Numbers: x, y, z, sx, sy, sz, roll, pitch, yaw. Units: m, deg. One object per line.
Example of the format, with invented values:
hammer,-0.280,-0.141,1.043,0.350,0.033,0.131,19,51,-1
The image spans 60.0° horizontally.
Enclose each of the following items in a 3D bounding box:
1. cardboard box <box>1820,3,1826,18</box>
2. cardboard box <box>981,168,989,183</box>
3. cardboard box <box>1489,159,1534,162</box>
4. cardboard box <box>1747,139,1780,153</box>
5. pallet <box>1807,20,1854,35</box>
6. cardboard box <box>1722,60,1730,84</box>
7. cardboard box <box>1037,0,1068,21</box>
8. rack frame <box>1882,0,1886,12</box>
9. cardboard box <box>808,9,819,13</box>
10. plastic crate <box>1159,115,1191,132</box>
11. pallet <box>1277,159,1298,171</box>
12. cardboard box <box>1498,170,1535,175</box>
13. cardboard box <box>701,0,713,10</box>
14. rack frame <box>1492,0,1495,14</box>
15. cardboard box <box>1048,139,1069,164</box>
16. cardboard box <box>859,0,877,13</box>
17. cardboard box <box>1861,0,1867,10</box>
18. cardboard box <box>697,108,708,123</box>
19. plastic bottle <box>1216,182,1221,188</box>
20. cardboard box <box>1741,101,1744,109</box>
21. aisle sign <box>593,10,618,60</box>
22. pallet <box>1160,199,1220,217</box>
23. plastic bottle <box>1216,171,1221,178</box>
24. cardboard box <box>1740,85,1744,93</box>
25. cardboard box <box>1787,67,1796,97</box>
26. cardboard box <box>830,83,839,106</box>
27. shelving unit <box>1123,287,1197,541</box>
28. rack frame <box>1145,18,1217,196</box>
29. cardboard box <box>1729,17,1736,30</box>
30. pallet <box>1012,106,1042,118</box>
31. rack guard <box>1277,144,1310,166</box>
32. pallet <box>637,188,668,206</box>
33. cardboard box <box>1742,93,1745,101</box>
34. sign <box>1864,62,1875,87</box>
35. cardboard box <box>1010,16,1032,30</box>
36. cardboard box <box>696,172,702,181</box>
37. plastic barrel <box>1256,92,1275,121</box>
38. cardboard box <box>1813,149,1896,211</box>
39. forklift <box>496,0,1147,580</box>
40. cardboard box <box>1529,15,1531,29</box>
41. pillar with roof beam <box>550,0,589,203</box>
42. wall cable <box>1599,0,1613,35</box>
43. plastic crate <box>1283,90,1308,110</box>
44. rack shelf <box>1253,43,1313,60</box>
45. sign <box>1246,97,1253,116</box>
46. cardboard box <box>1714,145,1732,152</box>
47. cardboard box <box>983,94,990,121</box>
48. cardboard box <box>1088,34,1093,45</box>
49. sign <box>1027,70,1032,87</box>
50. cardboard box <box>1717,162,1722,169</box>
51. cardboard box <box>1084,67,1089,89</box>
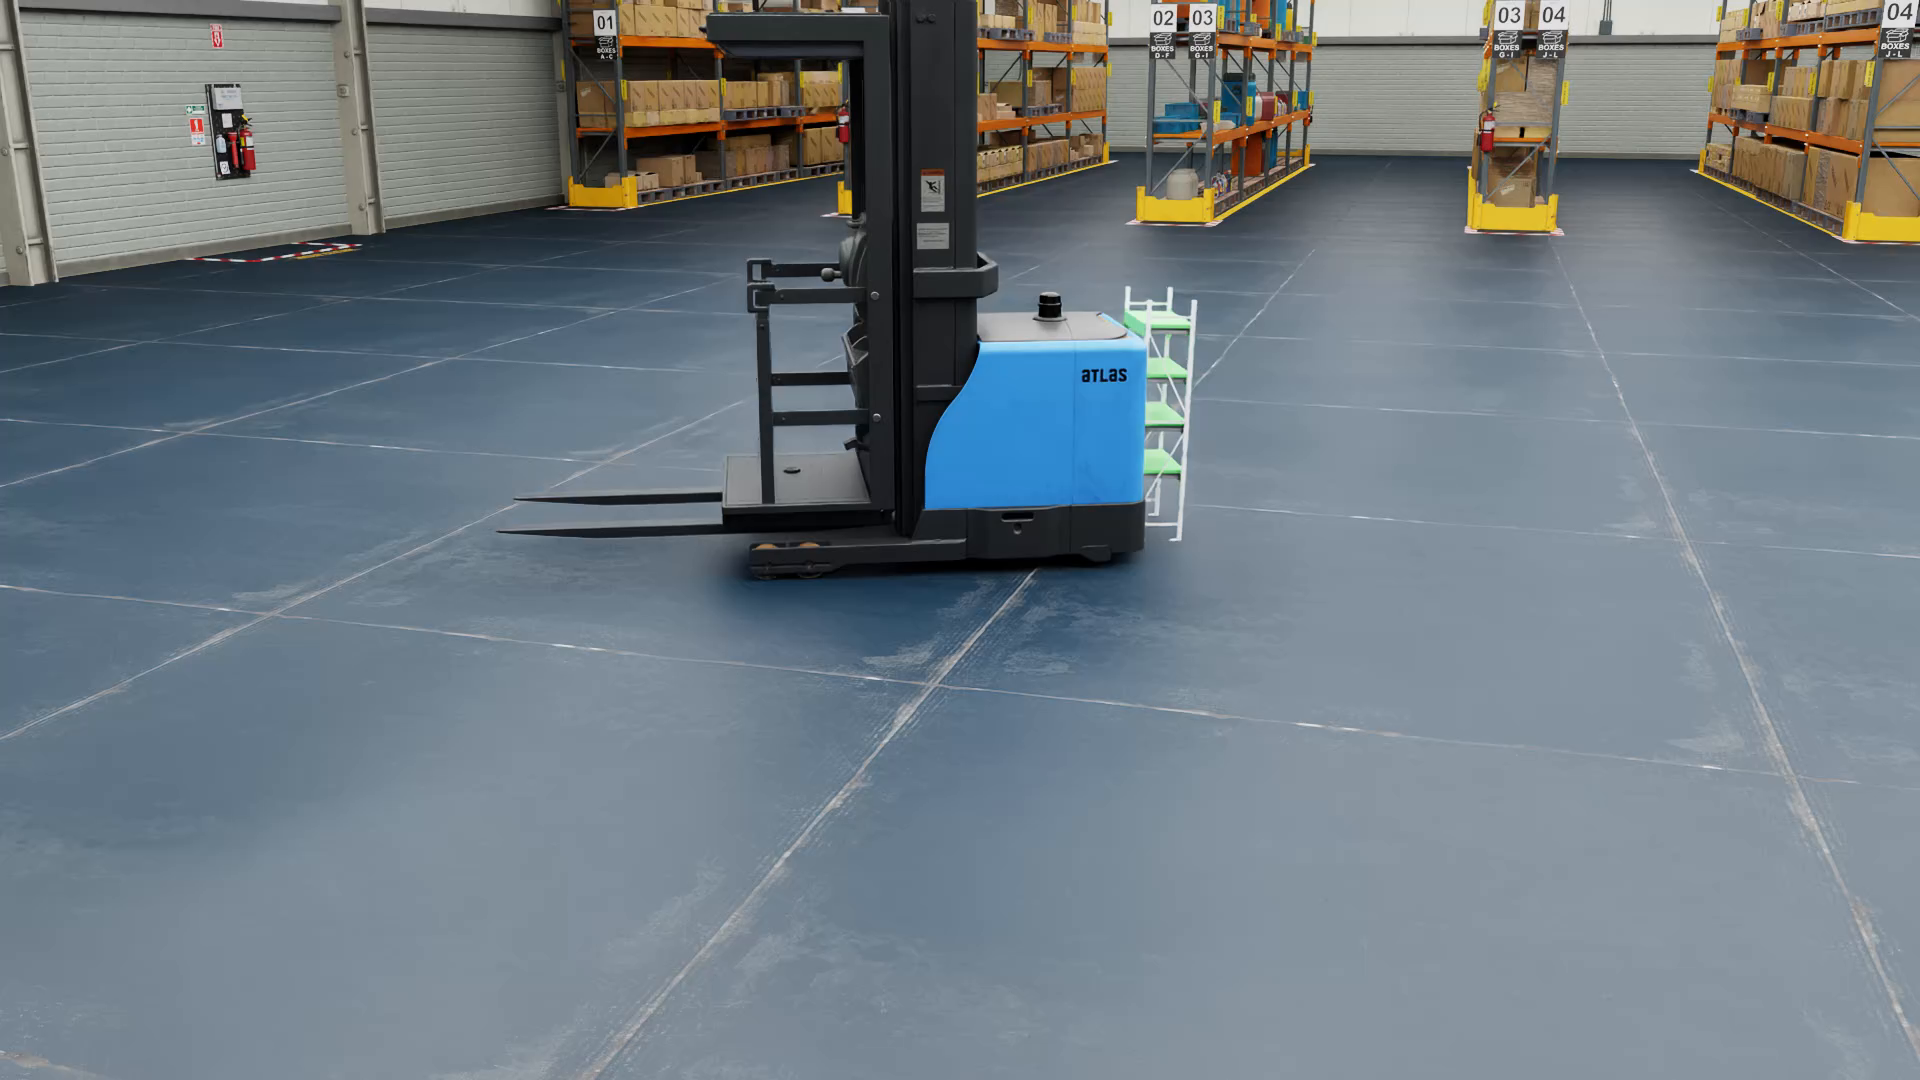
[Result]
cardboard box,14.019,-8.455,26.468,0.500,0.250,0.500,5,17,16
cardboard box,0.247,-6.916,31.487,0.500,0.250,0.500,5,17,17
cardboard box,9.752,-6.486,29.474,0.700,0.500,0.500,3,16,11
cardboard box,15.344,-7.508,31.739,0.500,0.250,0.500,5,17,17
pallet,14.185,-8.232,26.708,0.805,0.209,1.217,4,16,14
cardboard box,16.552,-9.951,35.357,0.500,0.500,0.500,4,16,14
cardboard box,2.123,-12.013,37.672,0.700,0.500,0.500,5,16,16
rack frame,12.835,-8.477,21.724,1.000,3.000,0.127,5,16,16
cardboard box,-3.513,-11.368,36.424,0.700,0.500,0.500,6,17,19
plastic crate,3.405,-6.638,26.507,0.499,0.251,0.408,5,16,16
pallet,7.286,-8.699,38.613,1.003,0.211,1.213,5,16,16
cardboard box,8.836,-5.627,26.483,0.500,0.500,0.500,3,16,11
cardboard box,-4.885,-10.030,30.646,0.500,0.500,0.500,3,16,11
rack frame,9.245,-9.934,26.863,1.000,3.000,0.127,5,16,16
cardboard box,2.156,-8.768,37.520,0.500,0.500,0.500,5,16,16
cardboard box,-1.221,-8.683,26.733,0.797,0.503,0.637,6,17,20
cardboard box,12.821,-7.475,23.198,0.380,0.149,0.250,5,17,16
cardboard box,-4.996,-7.861,30.785,0.500,0.250,0.500,5,17,16
plastic bottle,4.271,-5.825,27.562,0.097,0.271,0.097,0,16,0
cardboard box,15.326,-8.402,32.145,0.380,0.149,0.250,4,16,15
aisle sign,-5.872,-8.363,27.551,0.394,0.787,0.004,5,16,16
pallet,3.572,-5.280,26.557,1.003,0.211,1.213,5,16,16
plastic bottle,4.451,-6.190,28.704,0.144,0.351,0.185,5,16,16
cardboard box,15.398,-8.758,32.309,0.380,0.149,0.250,4,16,15
cardboard box,14.829,-7.964,28.893,0.700,0.500,0.500,4,16,15
cardboard box,-3.042,-9.958,37.175,0.500,0.500,0.500,5,17,17
shelving unit,0.974,-0.641,8.378,0.258,1.200,0.503,0,16,-7
rack frame,3.359,-6.386,25.346,1.000,3.000,0.127,5,16,16
cardboard box,16.563,-10.893,35.098,0.500,0.250,0.500,4,16,14
pallet,1.010,-8.954,34.753,1.213,0.211,1.003,5,16,16
rack guard,7.901,-9.376,40.471,1.175,0.500,0.348,5,16,16
pallet,-5.853,-6.042,29.245,1.003,0.211,1.213,5,16,16
cardboard box,15.324,-8.543,32.098,0.380,0.149,0.250,4,16,15
sign,12.319,-6.307,22.513,0.100,0.325,0.005,5,16,16
cardboard box,0.976,-10.472,34.071,0.910,0.500,0.500,5,16,16
cardboard box,-5.126,-6.907,31.569,0.380,0.166,0.250,2,16,9
plastic barrel,5.791,-8.399,32.196,0.600,0.536,0.708,5,16,16
cardboard box,13.473,-5.422,25.071,0.875,0.875,0.875,5,17,16
forklift,-0.675,-1.377,7.811,3.031,2.935,1.130,-2,16,-7
cardboard box,8.633,-7.614,24.454,0.500,0.250,0.500,4,16,15
pillar with roof beam,-2.642,-9.957,26.941,9.100,9.000,0.400,5,16,16
wall cable,17.567,-15.834,41.766,2.277,5.999,0.120,5,16,16
plastic crate,7.990,-10.516,39.731,0.616,0.435,0.499,5,16,16
rack shelf,7.338,-11.145,37.948,1.077,0.370,4.000,5,16,16
sign,5.020,-7.520,28.837,0.100,0.325,0.005,5,16,16
cardboard box,16.759,-8.574,36.425,0.380,0.149,0.250,4,16,13
cardboard box,0.274,-8.334,32.031,0.500,0.500,0.500,5,16,16
cardboard box,2.825,-11.782,39.147,0.500,0.250,0.500,5,16,16
sign,1.418,-9.379,33.776,0.100,0.325,0.005,5,16,16
cardboard box,16.324,-7.960,35.352,0.380,0.149,0.250,5,16,16
cardboard box,2.718,-10.810,38.930,0.500,0.500,0.500,4,16,14
